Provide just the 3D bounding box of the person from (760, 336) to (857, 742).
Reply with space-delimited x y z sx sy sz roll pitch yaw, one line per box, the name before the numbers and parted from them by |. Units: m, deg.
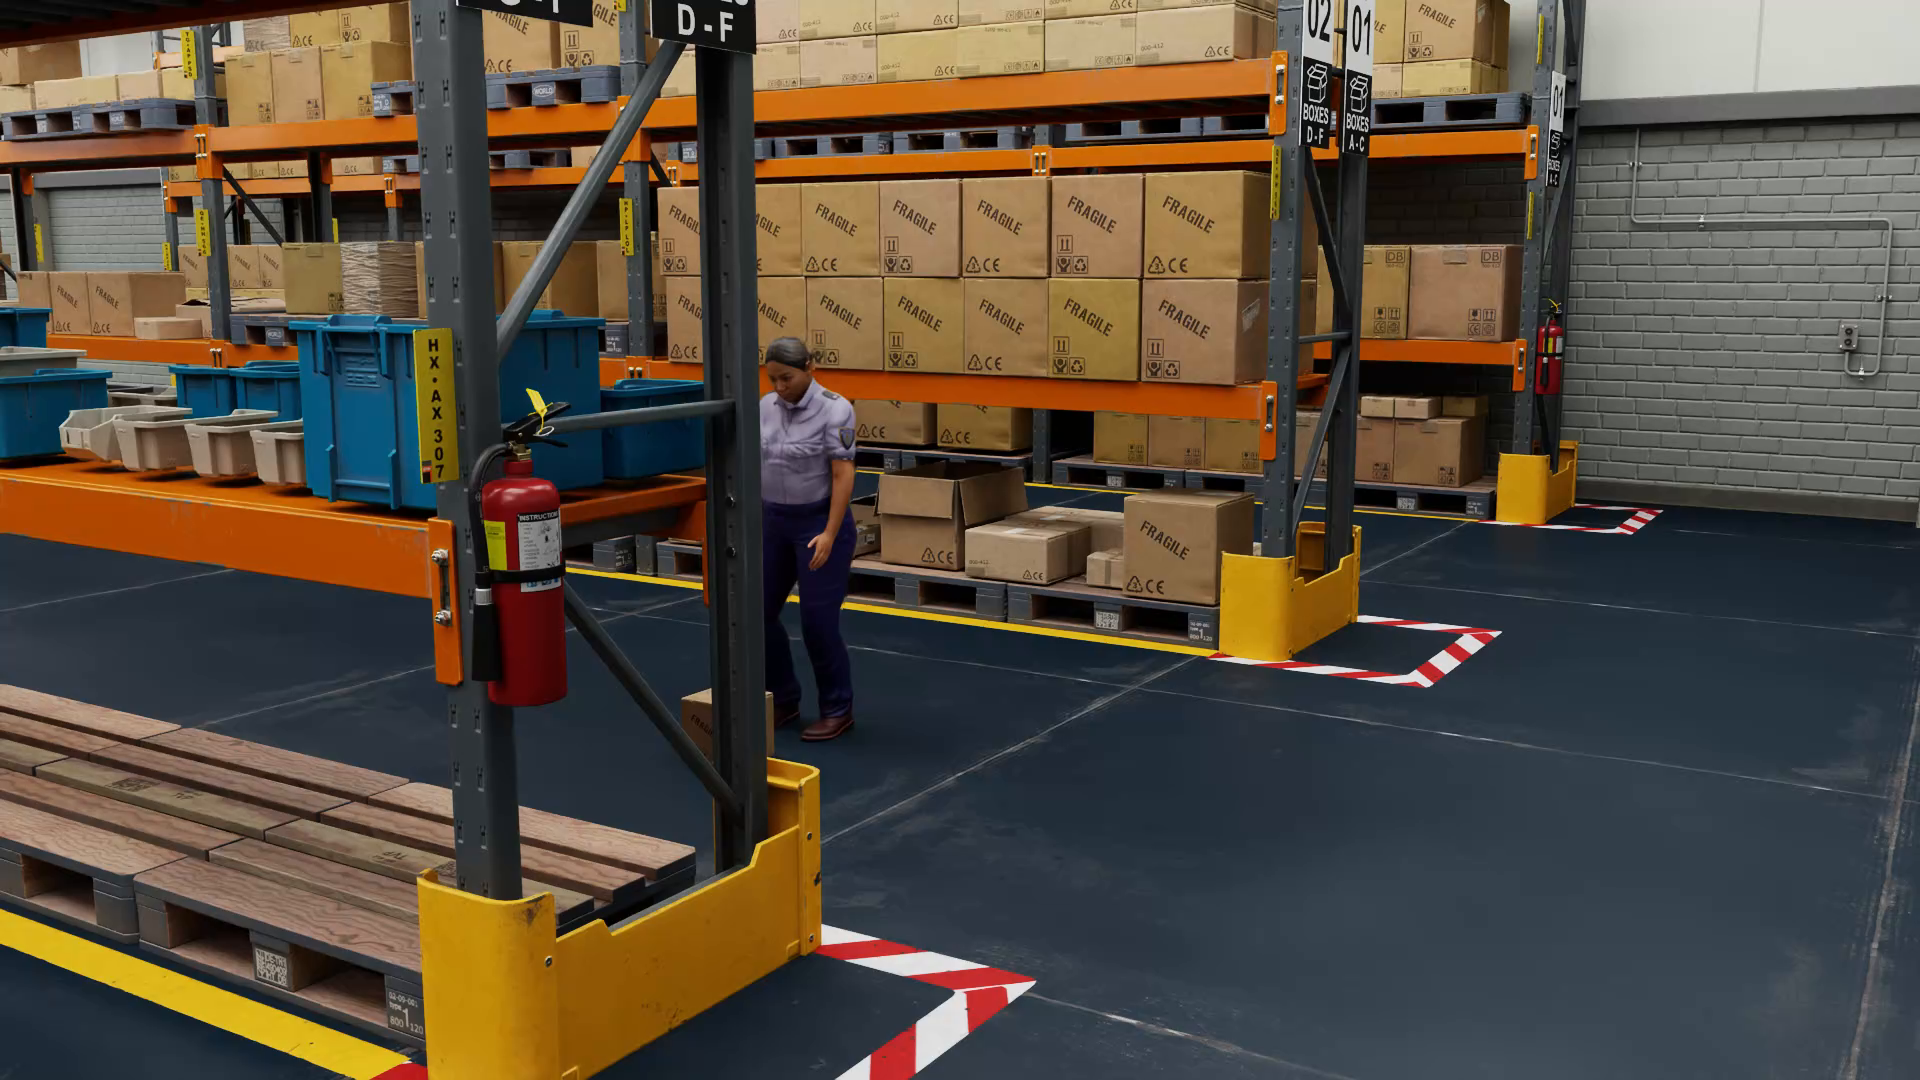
person | -0.620 -0.006 6.663 0.496 1.596 0.396 6 11 32
